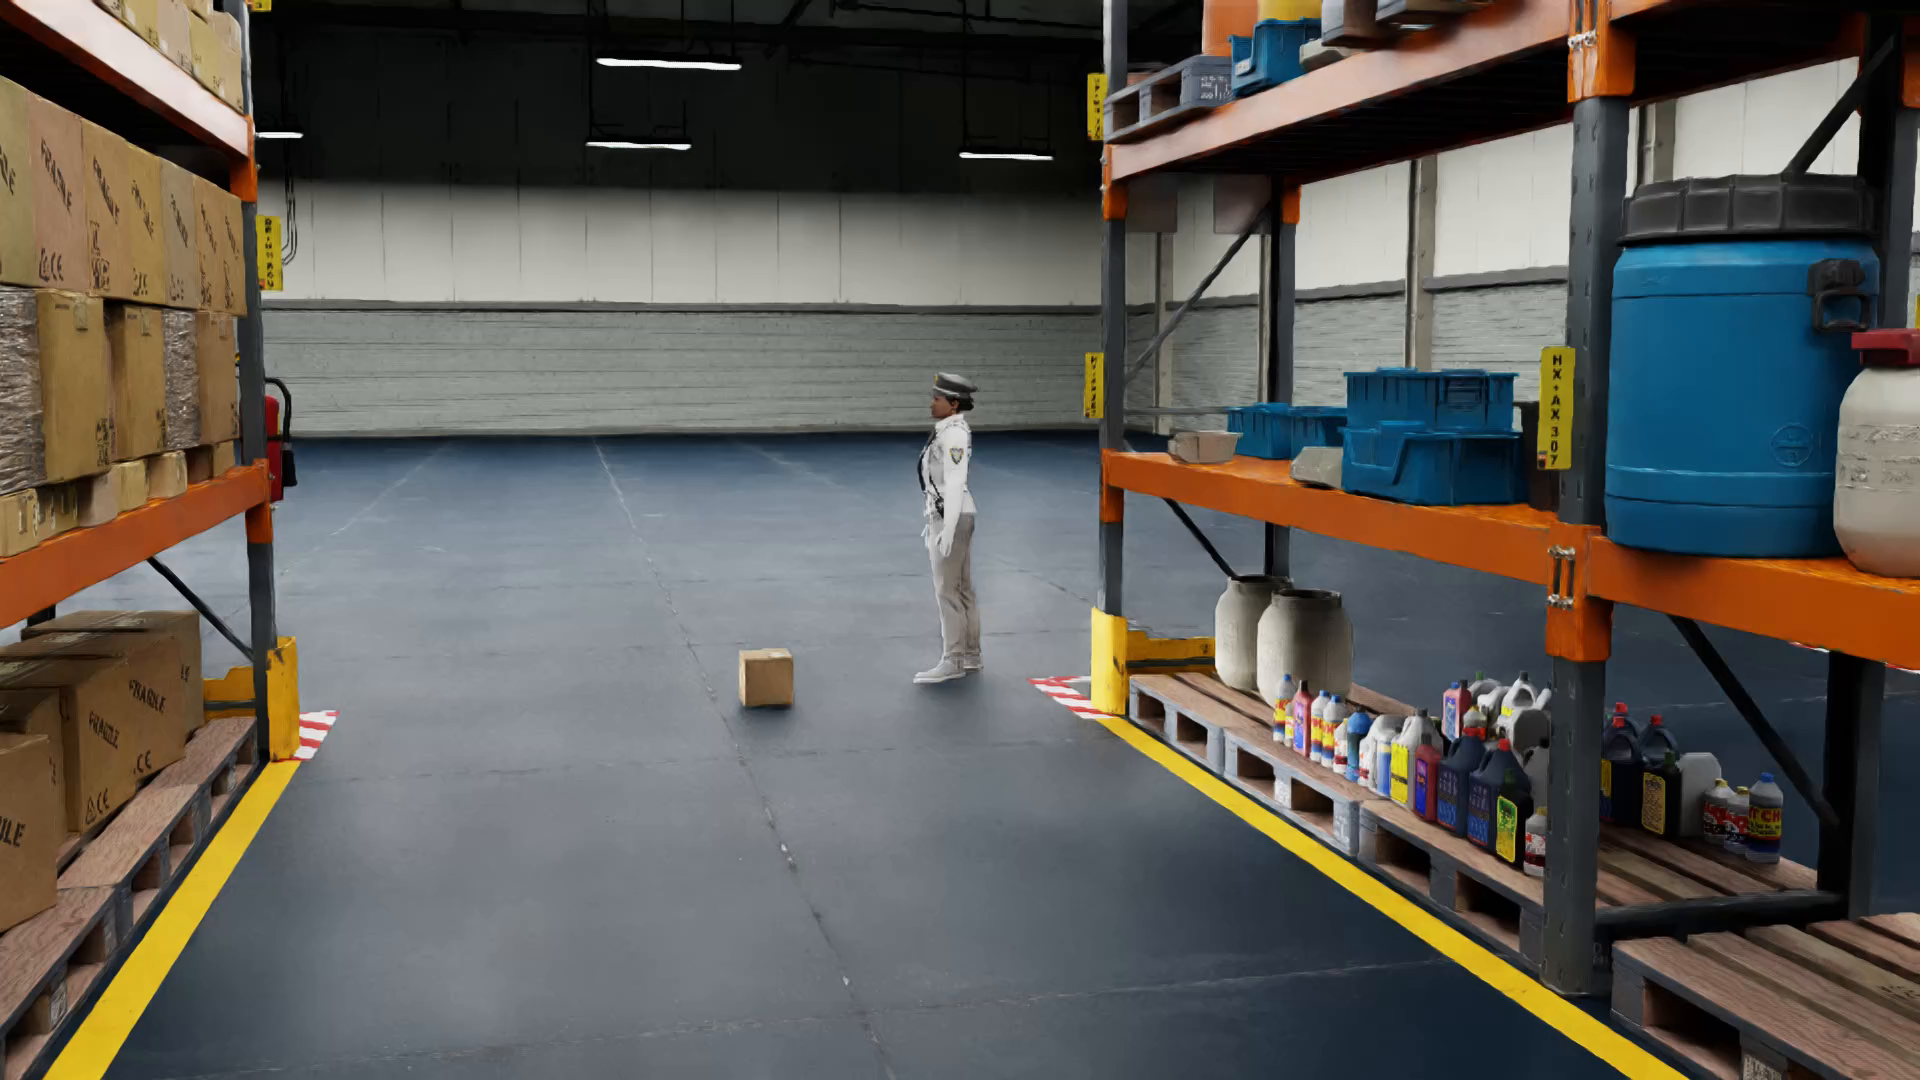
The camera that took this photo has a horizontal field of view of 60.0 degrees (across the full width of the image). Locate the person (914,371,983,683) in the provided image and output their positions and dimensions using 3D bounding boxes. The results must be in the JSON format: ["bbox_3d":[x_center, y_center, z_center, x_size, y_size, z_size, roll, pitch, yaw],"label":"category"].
[{"bbox_3d":[-0.058,-0.076,9.140,0.356,1.678,0.608,0,6,3],"label":"person"}]
